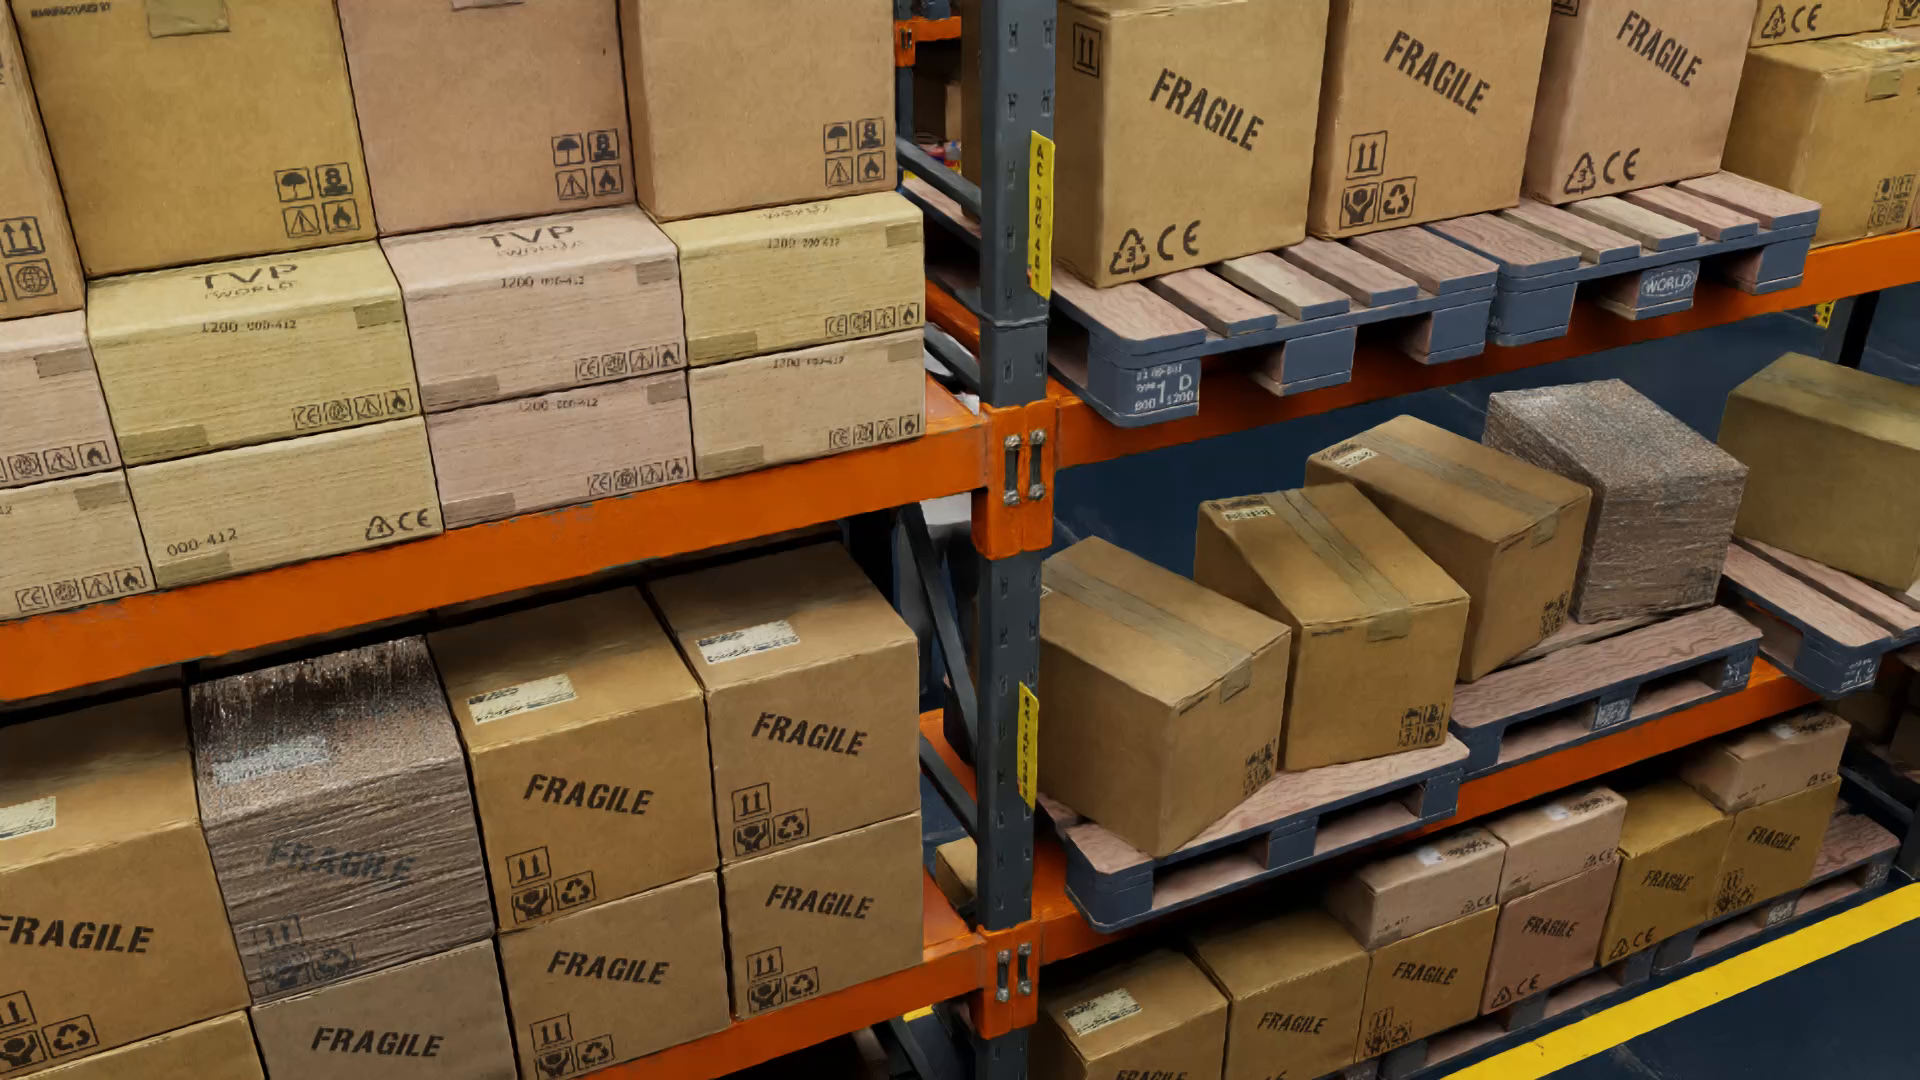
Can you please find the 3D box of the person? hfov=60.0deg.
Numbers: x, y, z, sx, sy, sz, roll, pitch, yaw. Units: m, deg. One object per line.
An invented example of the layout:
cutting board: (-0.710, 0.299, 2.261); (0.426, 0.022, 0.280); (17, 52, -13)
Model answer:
person: (-0.079, -0.087, 7.220); (0.493, 1.686, 0.361); (-16, 33, -26)
